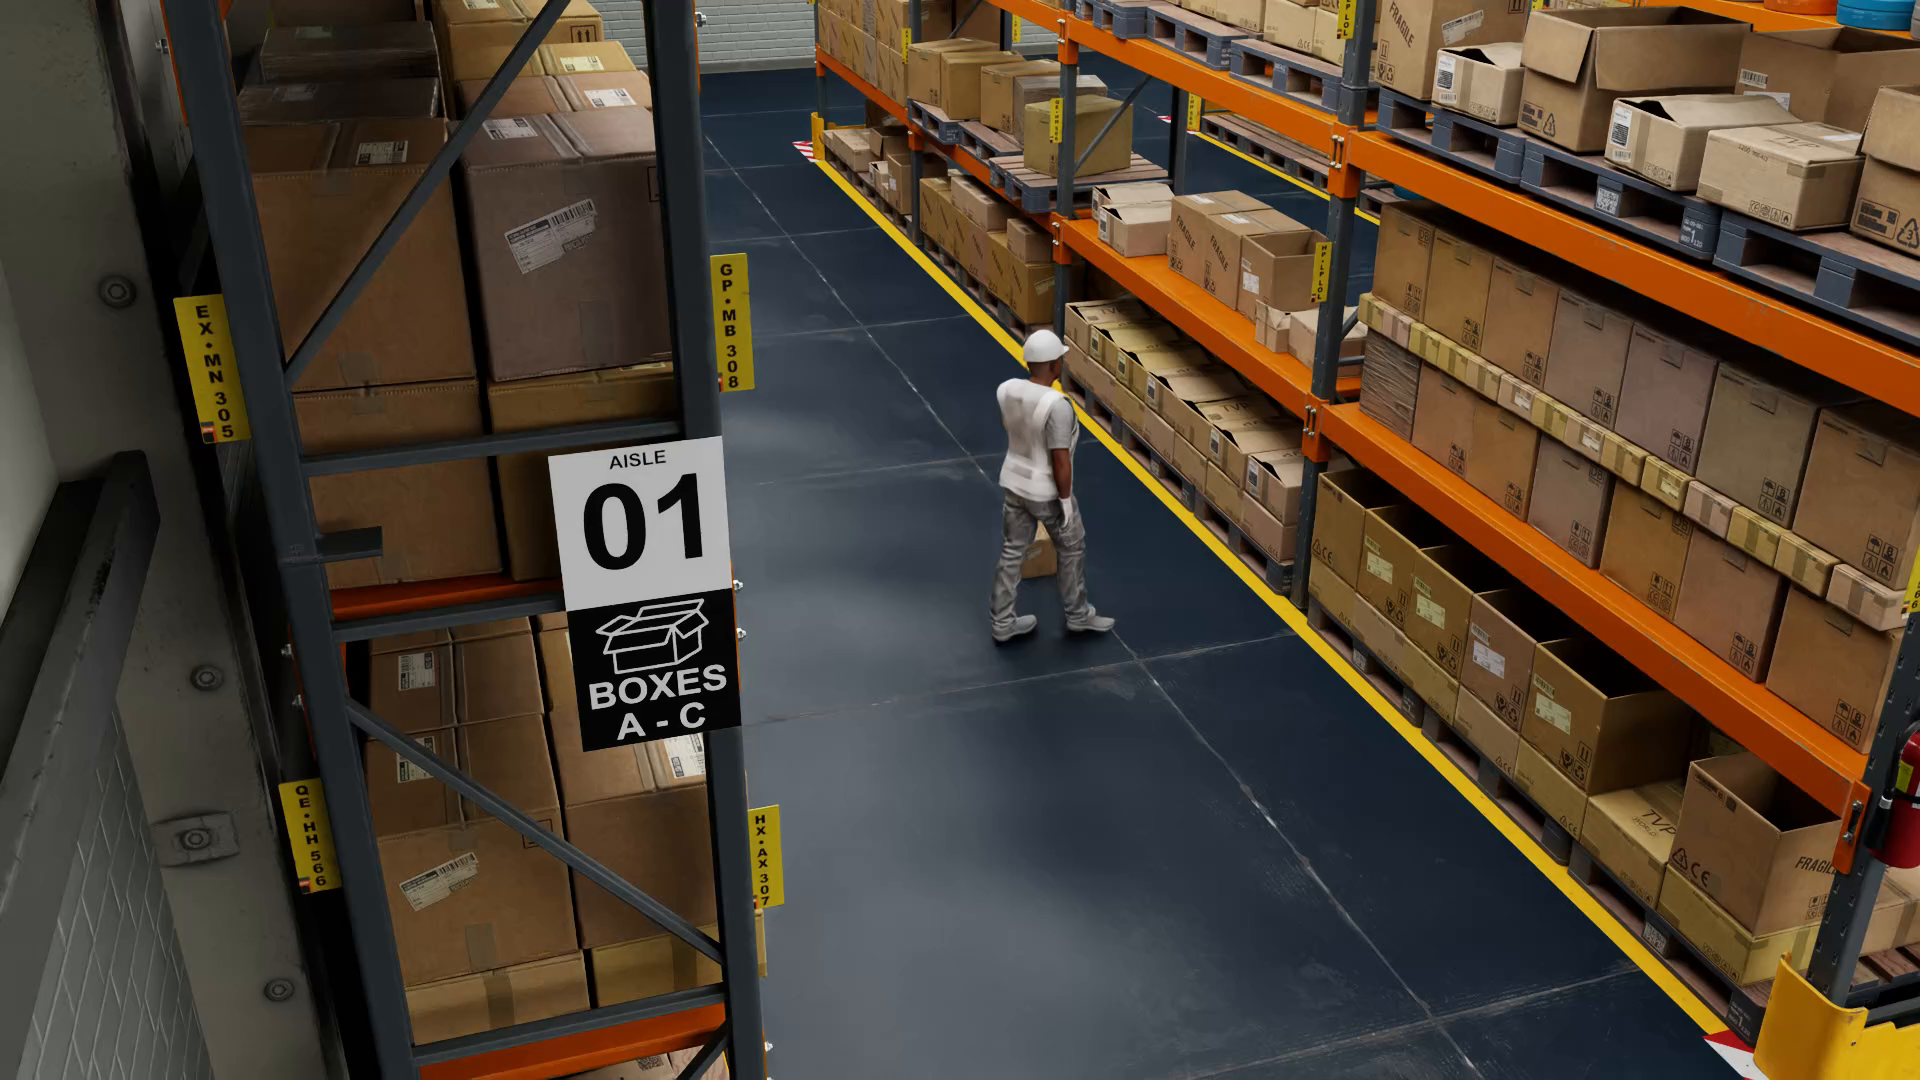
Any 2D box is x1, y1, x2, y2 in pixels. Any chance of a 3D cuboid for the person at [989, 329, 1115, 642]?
[{"bbox_3d":[0.484,-0.290,9.182,0.690,1.795,0.596,-21,33,-36],"label":"person"}]
